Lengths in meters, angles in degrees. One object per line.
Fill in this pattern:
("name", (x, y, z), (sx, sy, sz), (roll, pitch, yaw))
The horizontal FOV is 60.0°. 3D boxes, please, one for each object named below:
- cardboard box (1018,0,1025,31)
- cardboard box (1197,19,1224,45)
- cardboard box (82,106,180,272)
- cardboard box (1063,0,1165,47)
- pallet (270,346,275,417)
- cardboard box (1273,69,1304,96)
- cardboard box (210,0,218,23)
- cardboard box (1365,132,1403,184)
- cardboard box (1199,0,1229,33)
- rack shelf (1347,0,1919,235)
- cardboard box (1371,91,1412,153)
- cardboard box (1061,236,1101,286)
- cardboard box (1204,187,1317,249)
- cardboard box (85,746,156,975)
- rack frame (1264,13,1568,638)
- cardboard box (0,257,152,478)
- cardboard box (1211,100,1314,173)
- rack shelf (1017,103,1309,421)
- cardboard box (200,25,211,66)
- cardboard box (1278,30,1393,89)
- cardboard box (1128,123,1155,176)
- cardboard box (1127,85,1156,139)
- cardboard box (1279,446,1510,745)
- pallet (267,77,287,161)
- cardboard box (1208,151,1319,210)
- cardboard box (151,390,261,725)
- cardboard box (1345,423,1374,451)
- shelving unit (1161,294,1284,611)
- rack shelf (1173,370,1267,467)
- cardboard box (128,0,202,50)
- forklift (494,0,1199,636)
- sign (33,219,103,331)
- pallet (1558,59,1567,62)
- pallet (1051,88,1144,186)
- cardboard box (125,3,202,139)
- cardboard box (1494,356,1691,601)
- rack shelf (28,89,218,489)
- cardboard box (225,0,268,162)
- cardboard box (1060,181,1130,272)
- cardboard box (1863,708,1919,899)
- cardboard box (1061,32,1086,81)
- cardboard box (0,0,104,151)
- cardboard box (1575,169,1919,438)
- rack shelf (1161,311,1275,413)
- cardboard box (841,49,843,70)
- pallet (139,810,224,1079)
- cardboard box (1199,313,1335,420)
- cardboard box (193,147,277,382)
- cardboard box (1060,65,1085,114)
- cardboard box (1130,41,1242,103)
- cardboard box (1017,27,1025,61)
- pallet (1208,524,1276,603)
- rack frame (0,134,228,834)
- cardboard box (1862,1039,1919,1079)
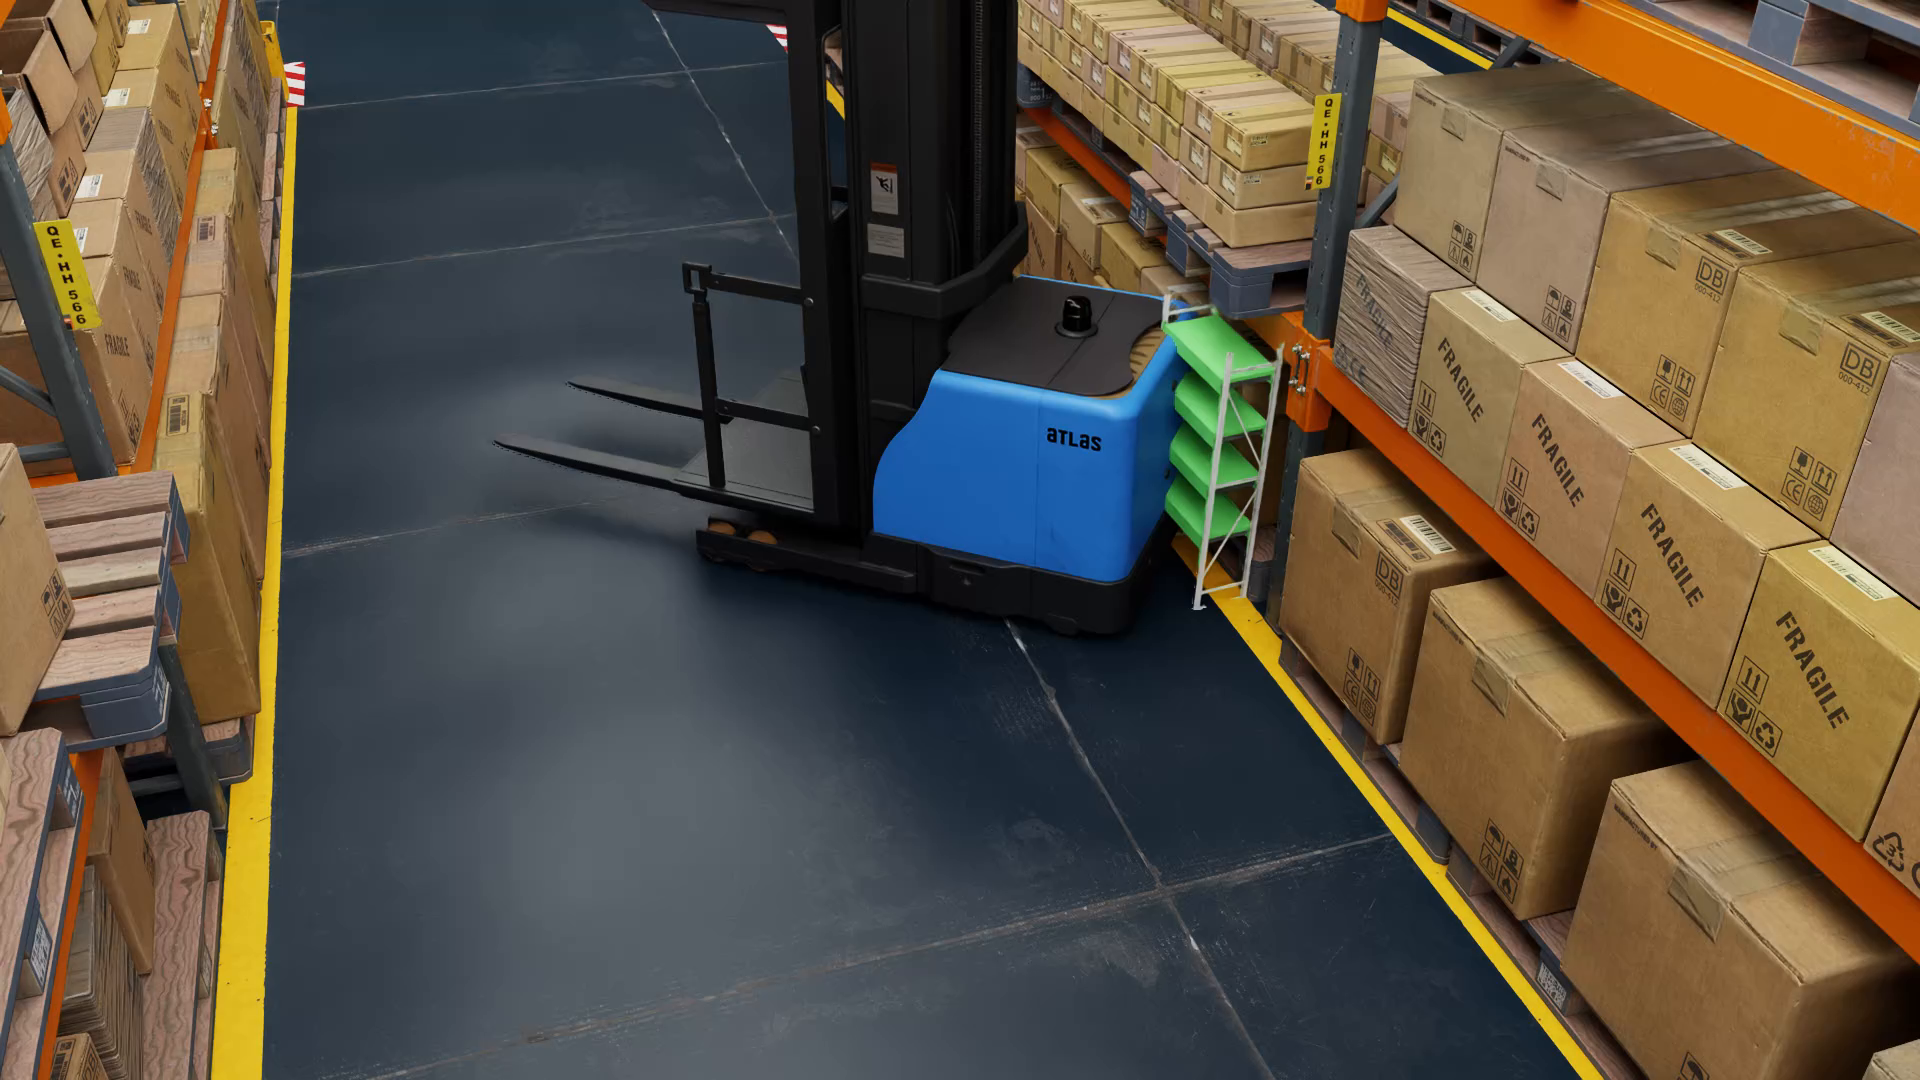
("cardboard box", (0.433, -2.580, 8.011), (0.380, 0.149, 0.250), (-11, 35, -17))
("cardboard box", (1.295, -2.276, 7.551), (0.380, 0.149, 0.250), (-9, 34, -13))
("cardboard box", (-3.382, -1.340, 6.467), (0.500, 0.500, 0.500), (-10, 35, -15))
("cardboard box", (0.674, -2.292, 7.305), (0.380, 0.149, 0.250), (-9, 35, -13))
("pallet", (-3.936, -0.740, 8.179), (1.003, 0.211, 1.213), (-10, 35, -15))
("cardboard box", (1.529, -1.873, 6.941), (0.380, 0.149, 0.250), (-10, 35, -15))
("cardboard box", (-4.338, -2.951, 9.222), (0.380, 0.149, 0.250), (-10, 35, -15))
("cardboard box", (1.775, -1.459, 6.314), (0.380, 0.149, 0.250), (-8, 34, -13))
("cardboard box", (1.300, -2.392, 7.457), (0.380, 0.149, 0.250), (-10, 35, -15))
("rack shelf", (2.342, -0.878, 3.790), (1.077, 0.370, 4.000), (-10, 35, -15))
("cardboard box", (1.774, -1.573, 6.217), (0.380, 0.149, 0.250), (-10, 35, -15))
("cardboard box", (0.820, -1.227, 8.272), (0.500, 0.500, 0.500), (-9, 35, -14))
("cardboard box", (1.143, -1.229, 6.236), (0.380, 0.149, 0.250), (-9, 35, -14))
("cardboard box", (-2.800, 1.012, 4.866), (0.700, 0.500, 0.500), (-12, 35, -17))
("rack frame", (1.731, -0.977, 6.008), (1.000, 3.000, 0.127), (-10, 35, -15))
("cardboard box", (-2.912, -0.539, 5.254), (0.500, 0.500, 0.500), (-9, 35, -13))
("cardboard box", (1.145, -1.476, 6.070), (0.380, 0.149, 0.250), (-11, 35, -17))
("rack shelf", (1.121, -1.727, 7.795), (1.077, 0.370, 4.000), (-10, 35, -15))
("cardboard box", (-4.097, -2.540, 8.602), (0.380, 0.149, 0.250), (-11, 35, -16))
("cardboard box", (1.540, -1.980, 6.833), (0.380, 0.149, 0.250), (-11, 35, -17))
("cardboard box", (0.918, -1.626, 6.837), (0.380, 0.149, 0.250), (-10, 35, -15))
("cardboard box", (0.906, -1.763, 6.775), (0.380, 0.149, 0.250), (-10, 35, -15))
("cardboard box", (1.832, 0.121, 6.006), (1.050, 0.750, 0.750), (-10, 35, -15))
("pallet", (-5.145, -2.826, 11.336), (1.003, 0.211, 1.213), (-10, 35, -15))
("cardboard box", (1.147, -1.354, 6.156), (0.380, 0.149, 0.250), (-9, 35, -14))
("cardboard box", (-3.214, 0.149, 5.849), (1.225, 0.875, 0.875), (-12, 35, -17))
("cardboard box", (1.759, -0.524, 7.208), (0.500, 0.500, 0.500), (-11, 35, -17))
("shelving unit", (0.990, -0.357, 6.680), (0.258, 1.200, 0.503), (-13, 38, -19))
("rack shelf", (0.994, -0.499, 6.577), (0.258, 0.148, 0.480), (-13, 38, -19))
("cardboard box", (-4.137, -2.648, 8.403), (0.500, 0.250, 0.500), (-11, 35, -16))
("forklift", (-0.583, -1.350, 6.635), (3.031, 2.935, 1.130), (12, 35, 18))
("sign", (-2.509, -0.742, 4.674), (0.100, 0.325, 0.005), (-10, 35, -15))
("pallet", (5.037, -3.212, 11.919), (1.003, 0.211, 1.213), (-10, 35, -15))
("pallet", (1.089, -1.929, 7.623), (1.003, 0.211, 1.213), (-10, 35, -15))
("cardboard box", (-3.840, -2.138, 7.674), (0.500, 0.500, 0.500), (-10, 35, -15))
("cardboard box", (1.922, -0.206, 4.751), (0.500, 0.500, 0.500), (-10, 35, -15))
("rack shelf", (-3.633, -0.946, 6.613), (1.077, 0.370, 4.000), (-10, 35, -15))
("cardboard box", (-4.914, -2.885, 10.441), (0.875, 0.875, 0.875), (-10, 35, -15))
("cardboard box", (0.801, -1.542, 8.069), (0.500, 0.250, 0.500), (-9, 34, -13))
("cardboard box", (2.384, 0.587, 3.550), (0.500, 0.500, 0.500), (-10, 35, -15))
("cardboard box", (0.673, -2.167, 7.385), (0.380, 0.149, 0.250), (-11, 35, -16))
("cardboard box", (-3.638, -1.736, 6.156), (0.797, 0.503, 0.637), (-9, 34, -13))
("cardboard box", (2.173, -0.664, 4.537), (0.700, 0.500, 0.500), (-11, 35, -15))
("rack shelf", (0.999, -0.694, 6.436), (0.258, 0.148, 0.480), (-13, 38, -19))
("cardboard box", (-0.640, -3.429, 11.923), (0.380, 0.149, 0.250), (-10, 35, -14))
("pallet", (-2.786, 1.378, 4.973), (1.003, 0.211, 1.213), (-10, 35, -15))
("cardboard box", (1.273, -0.737, 6.851), (0.500, 0.250, 0.500), (-11, 35, -16))
("cardboard box", (-4.029, -1.252, 7.971), (1.225, 0.875, 0.875), (-10, 35, -15))
("cardboard box", (0.671, -2.046, 7.472), (0.380, 0.149, 0.250), (-12, 35, -17))
("cardboard box", (0.906, -1.885, 6.689), (0.380, 0.149, 0.250), (-9, 35, -13))
("cardboard box", (0.432, -2.455, 8.091), (0.380, 0.149, 0.250), (-10, 35, -14))
("pallet", (1.494, -0.224, 7.398), (1.003, 0.211, 1.213), (-10, 35, -15))
("rack frame", (-3.023, -0.196, 4.826), (1.000, 3.000, 0.127), (-10, 35, -15))
("cardboard box", (2.677, 1.576, 3.804), (1.050, 0.750, 0.750), (-10, 35, -15))
